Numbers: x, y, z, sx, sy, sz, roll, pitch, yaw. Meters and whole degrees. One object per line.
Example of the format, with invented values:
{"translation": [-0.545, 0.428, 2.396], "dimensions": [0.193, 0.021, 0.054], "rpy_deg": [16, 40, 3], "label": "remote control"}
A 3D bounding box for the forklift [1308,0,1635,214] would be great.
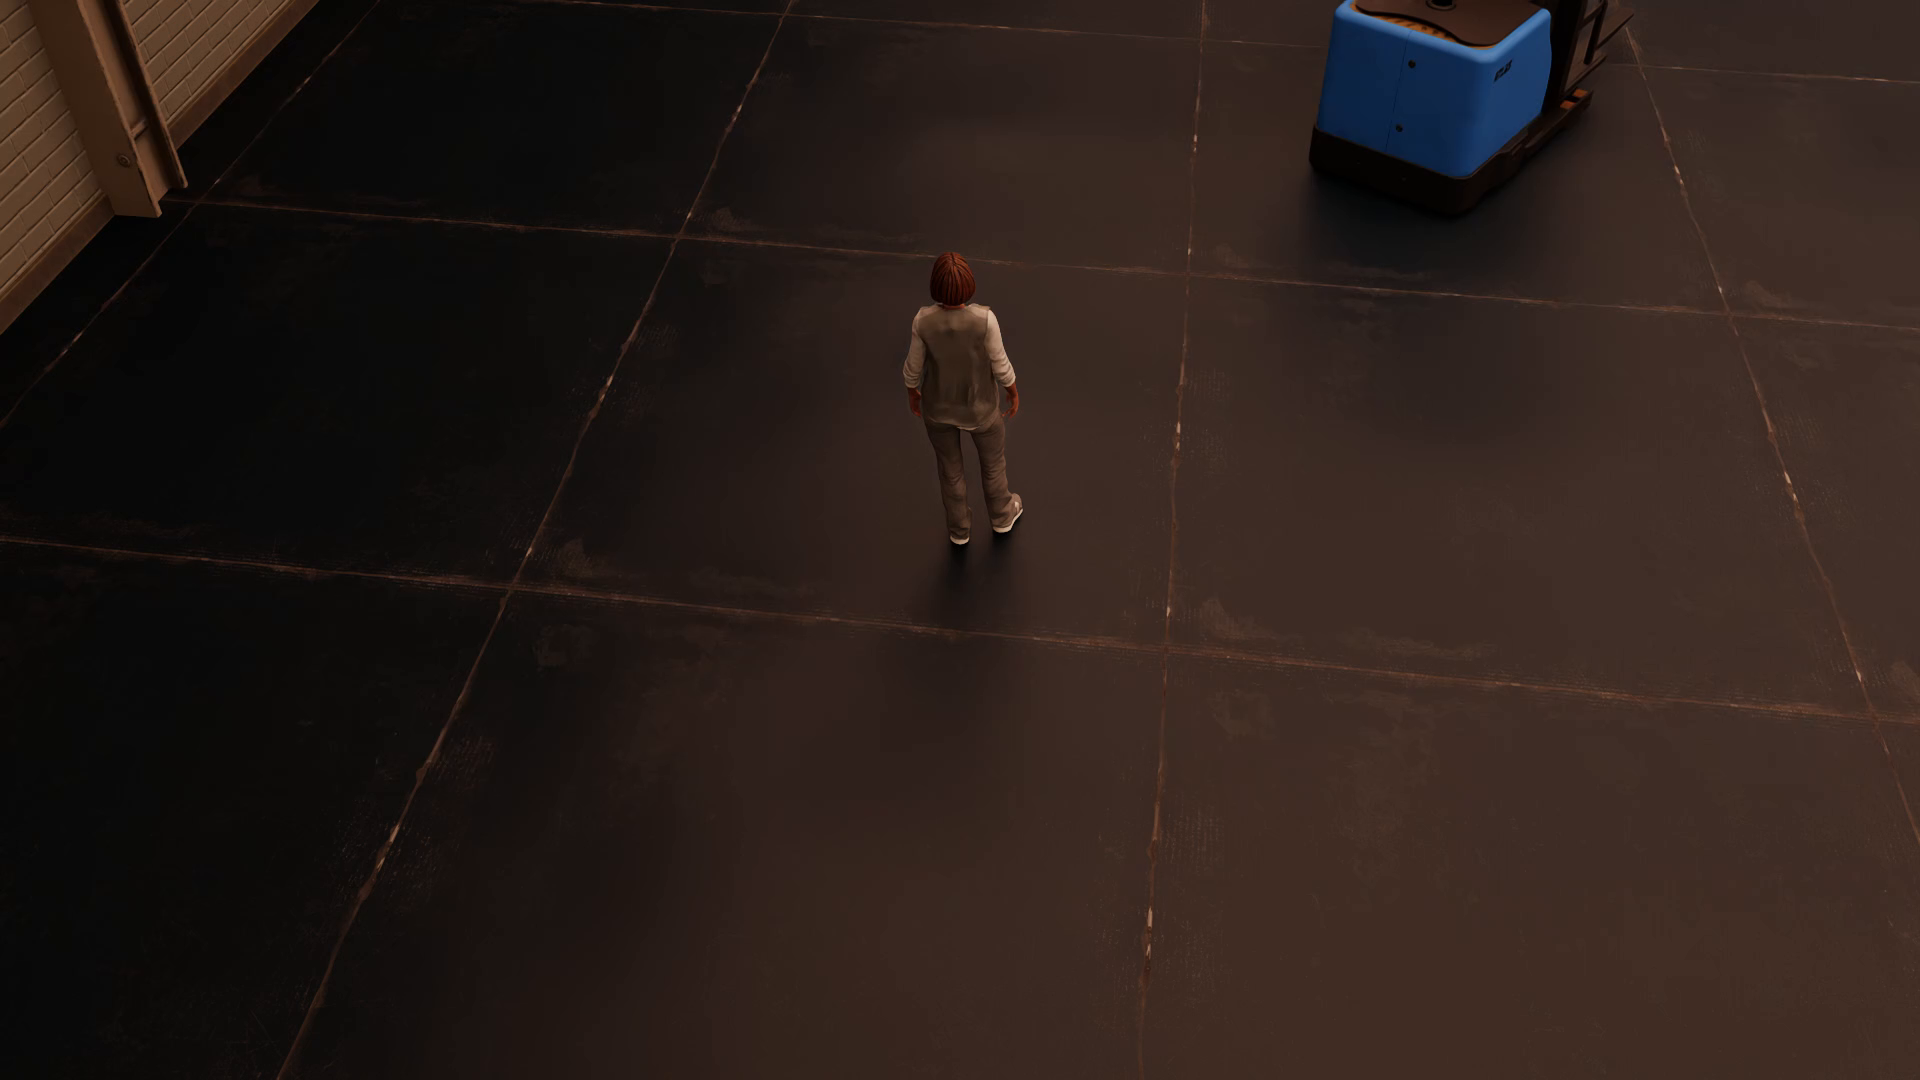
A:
{"translation": [3.489, -3.955, 10.030], "dimensions": [1.130, 2.935, 3.031], "rpy_deg": [29, 50, 28], "label": "forklift"}

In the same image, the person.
{"translation": [0.024, -0.639, 7.400], "dimensions": [0.520, 1.590, 0.475], "rpy_deg": [5, 43, 6], "label": "person"}
